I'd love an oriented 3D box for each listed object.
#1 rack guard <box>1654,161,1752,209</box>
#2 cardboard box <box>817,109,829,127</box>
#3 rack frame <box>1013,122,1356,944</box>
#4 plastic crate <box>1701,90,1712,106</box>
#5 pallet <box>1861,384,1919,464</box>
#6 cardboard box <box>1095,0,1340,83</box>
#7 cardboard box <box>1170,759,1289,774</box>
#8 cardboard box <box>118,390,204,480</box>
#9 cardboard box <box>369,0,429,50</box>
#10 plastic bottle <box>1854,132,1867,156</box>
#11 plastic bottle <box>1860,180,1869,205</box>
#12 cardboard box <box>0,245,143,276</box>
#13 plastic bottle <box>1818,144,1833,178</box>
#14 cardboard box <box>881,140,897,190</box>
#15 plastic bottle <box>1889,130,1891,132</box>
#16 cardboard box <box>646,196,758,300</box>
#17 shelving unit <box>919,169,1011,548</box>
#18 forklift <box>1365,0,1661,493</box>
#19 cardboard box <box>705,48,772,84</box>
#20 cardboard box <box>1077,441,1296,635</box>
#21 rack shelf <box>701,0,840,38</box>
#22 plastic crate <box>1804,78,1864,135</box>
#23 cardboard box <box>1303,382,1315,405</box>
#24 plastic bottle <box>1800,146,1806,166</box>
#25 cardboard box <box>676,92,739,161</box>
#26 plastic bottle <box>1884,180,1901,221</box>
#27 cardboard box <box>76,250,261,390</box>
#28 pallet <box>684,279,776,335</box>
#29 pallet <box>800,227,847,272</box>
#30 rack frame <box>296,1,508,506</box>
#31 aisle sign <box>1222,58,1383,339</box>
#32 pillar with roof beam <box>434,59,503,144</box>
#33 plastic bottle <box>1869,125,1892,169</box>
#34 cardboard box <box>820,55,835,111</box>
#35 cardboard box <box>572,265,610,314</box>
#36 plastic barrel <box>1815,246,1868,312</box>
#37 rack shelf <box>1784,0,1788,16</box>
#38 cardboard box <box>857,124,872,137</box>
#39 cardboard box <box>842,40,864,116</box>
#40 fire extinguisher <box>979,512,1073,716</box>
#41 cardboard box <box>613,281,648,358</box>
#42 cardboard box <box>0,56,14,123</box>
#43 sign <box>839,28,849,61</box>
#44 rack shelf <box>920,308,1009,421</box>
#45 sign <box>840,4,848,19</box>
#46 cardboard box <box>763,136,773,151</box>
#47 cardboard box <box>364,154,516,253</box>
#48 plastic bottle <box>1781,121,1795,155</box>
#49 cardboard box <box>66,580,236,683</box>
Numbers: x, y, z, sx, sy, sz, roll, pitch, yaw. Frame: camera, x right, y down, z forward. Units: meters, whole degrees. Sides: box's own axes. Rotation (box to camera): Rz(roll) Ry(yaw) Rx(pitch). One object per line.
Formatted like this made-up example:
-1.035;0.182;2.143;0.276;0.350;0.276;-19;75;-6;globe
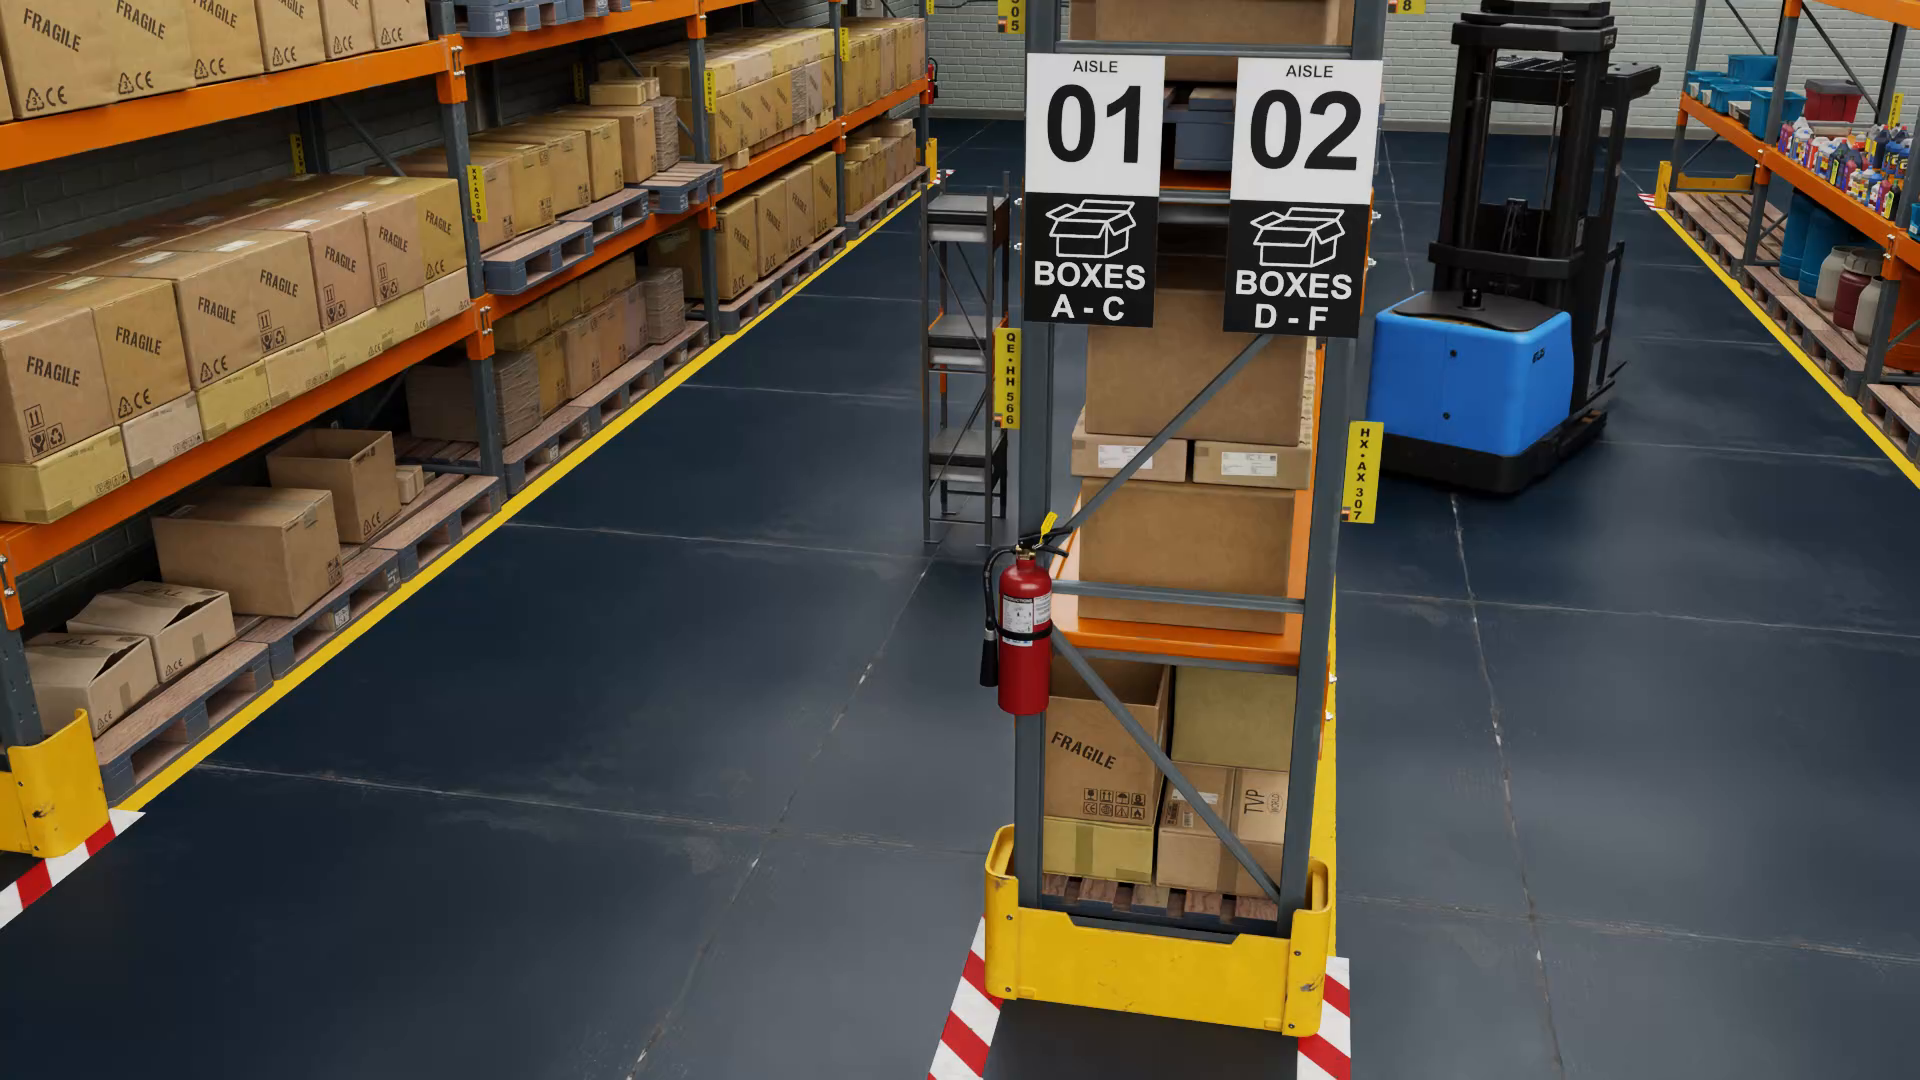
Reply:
8.793;-4.135;19.452;1.175;0.500;0.348;4;22;11;rack guard
-1.534;-4.231;16.653;0.380;0.149;0.250;5;22;12;cardboard box
0.688;0.187;5.373;1.000;3.000;0.127;4;22;11;rack frame
8.143;-4.766;17.946;0.250;0.136;0.298;4;22;11;plastic crate
6.972;-0.785;11.521;1.003;0.211;1.213;4;22;11;pallet
0.809;-1.721;5.210;0.797;0.503;0.637;6;23;15;cardboard box
1.113;0.906;6.708;0.500;0.250;0.500;4;22;11;cardboard box
-3.660;-0.474;7.189;0.500;0.250;0.500;4;22;9;cardboard box
-3.208;-2.894;8.849;0.500;0.500;0.500;5;22;12;cardboard box
8.095;-3.564;14.954;0.097;0.201;0.097;0;22;0;plastic bottle
6.982;-2.680;12.758;0.097;0.201;0.097;0;22;0;plastic bottle
-4.061;-1.038;7.585;0.500;0.500;0.500;4;22;9;cardboard box
7.231;-3.159;13.853;0.097;0.271;0.097;0;22;0;plastic bottle
-1.147;-4.445;19.659;0.700;0.500;0.500;4;22;9;cardboard box
8.146;-3.462;14.601;0.152;0.276;0.135;4;22;11;plastic bottle
-2.252;-2.571;14.538;0.750;0.750;0.750;4;22;10;cardboard box
0.034;-1.035;9.612;0.431;2.100;0.503;4;22;11;shelving unit
3.904;-2.142;11.250;1.130;2.935;3.031;15;27;33;forklift
-1.978;-4.182;14.660;0.500;0.250;0.500;5;22;11;cardboard box
0.796;-0.029;5.776;0.700;0.500;0.500;4;22;11;cardboard box
-2.122;-4.904;14.962;1.077;0.370;4.000;4;22;11;rack shelf
8.412;-4.187;16.069;0.402;0.464;0.583;4;22;11;plastic crate
1.082;-0.475;6.015;0.380;0.149;0.250;5;22;11;cardboard box
7.352;-3.344;14.409;0.097;0.201;0.097;0;22;0;plastic bottle
-2.180;-3.466;13.886;0.500;0.500;0.500;5;22;13;cardboard box
6.833;-2.486;12.166;0.061;0.283;0.133;4;22;11;plastic bottle
-3.549;-0.996;7.483;0.500;0.500;0.500;4;22;9;cardboard box
-2.295;-2.104;14.794;1.003;0.211;1.213;4;22;11;pallet
-1.798;-2.996;17.010;1.003;0.211;1.213;4;22;11;pallet
-3.346;-1.652;9.939;1.000;3.000;0.127;4;22;11;rack frame
0.974;-0.971;4.770;0.394;0.787;0.004;4;22;11;aisle sign
0.572;-5.160;10.619;9.100;9.000;0.400;4;22;11;pillar with roof beam
7.939;-3.382;14.301;0.144;0.351;0.185;4;22;11;plastic bottle
-1.561;-4.583;16.659;0.500;0.500;0.500;4;22;10;cardboard box
-2.904;-1.848;12.179;0.500;0.250;0.500;4;22;11;cardboard box
7.510;-2.207;14.086;0.421;0.512;0.421;0;22;0;plastic barrel
8.393;-5.611;16.719;1.077;0.370;4.000;4;22;11;rack shelf
-1.267;-4.897;19.913;0.380;0.149;0.250;5;22;11;cardboard box
-1.587;-4.914;17.638;0.980;0.700;0.700;5;22;12;cardboard box
0.209;0.231;5.368;0.296;0.674;0.183;4;22;11;fire extinguisher
-2.845;-1.712;12.847;0.700;0.500;0.500;4;22;11;cardboard box
-3.849;-1.739;5.981;0.500;0.500;0.500;5;22;12;cardboard box
-1.181;-5.040;16.909;0.100;0.325;0.005;4;22;11;sign
0.034;-1.022;9.617;0.431;0.518;0.480;4;22;11;rack shelf
-1.440;-6.523;20.770;0.100;0.325;0.005;4;22;11;sign
-1.934;-3.672;15.265;0.380;0.149;0.250;5;22;11;cardboard box
-3.209;-2.086;10.294;0.700;0.500;0.500;5;22;11;cardboard box
7.465;-3.618;14.977;0.061;0.283;0.133;4;22;11;plastic bottle
-3.817;0.400;7.856;0.500;0.311;0.500;6;23;15;cardboard box
